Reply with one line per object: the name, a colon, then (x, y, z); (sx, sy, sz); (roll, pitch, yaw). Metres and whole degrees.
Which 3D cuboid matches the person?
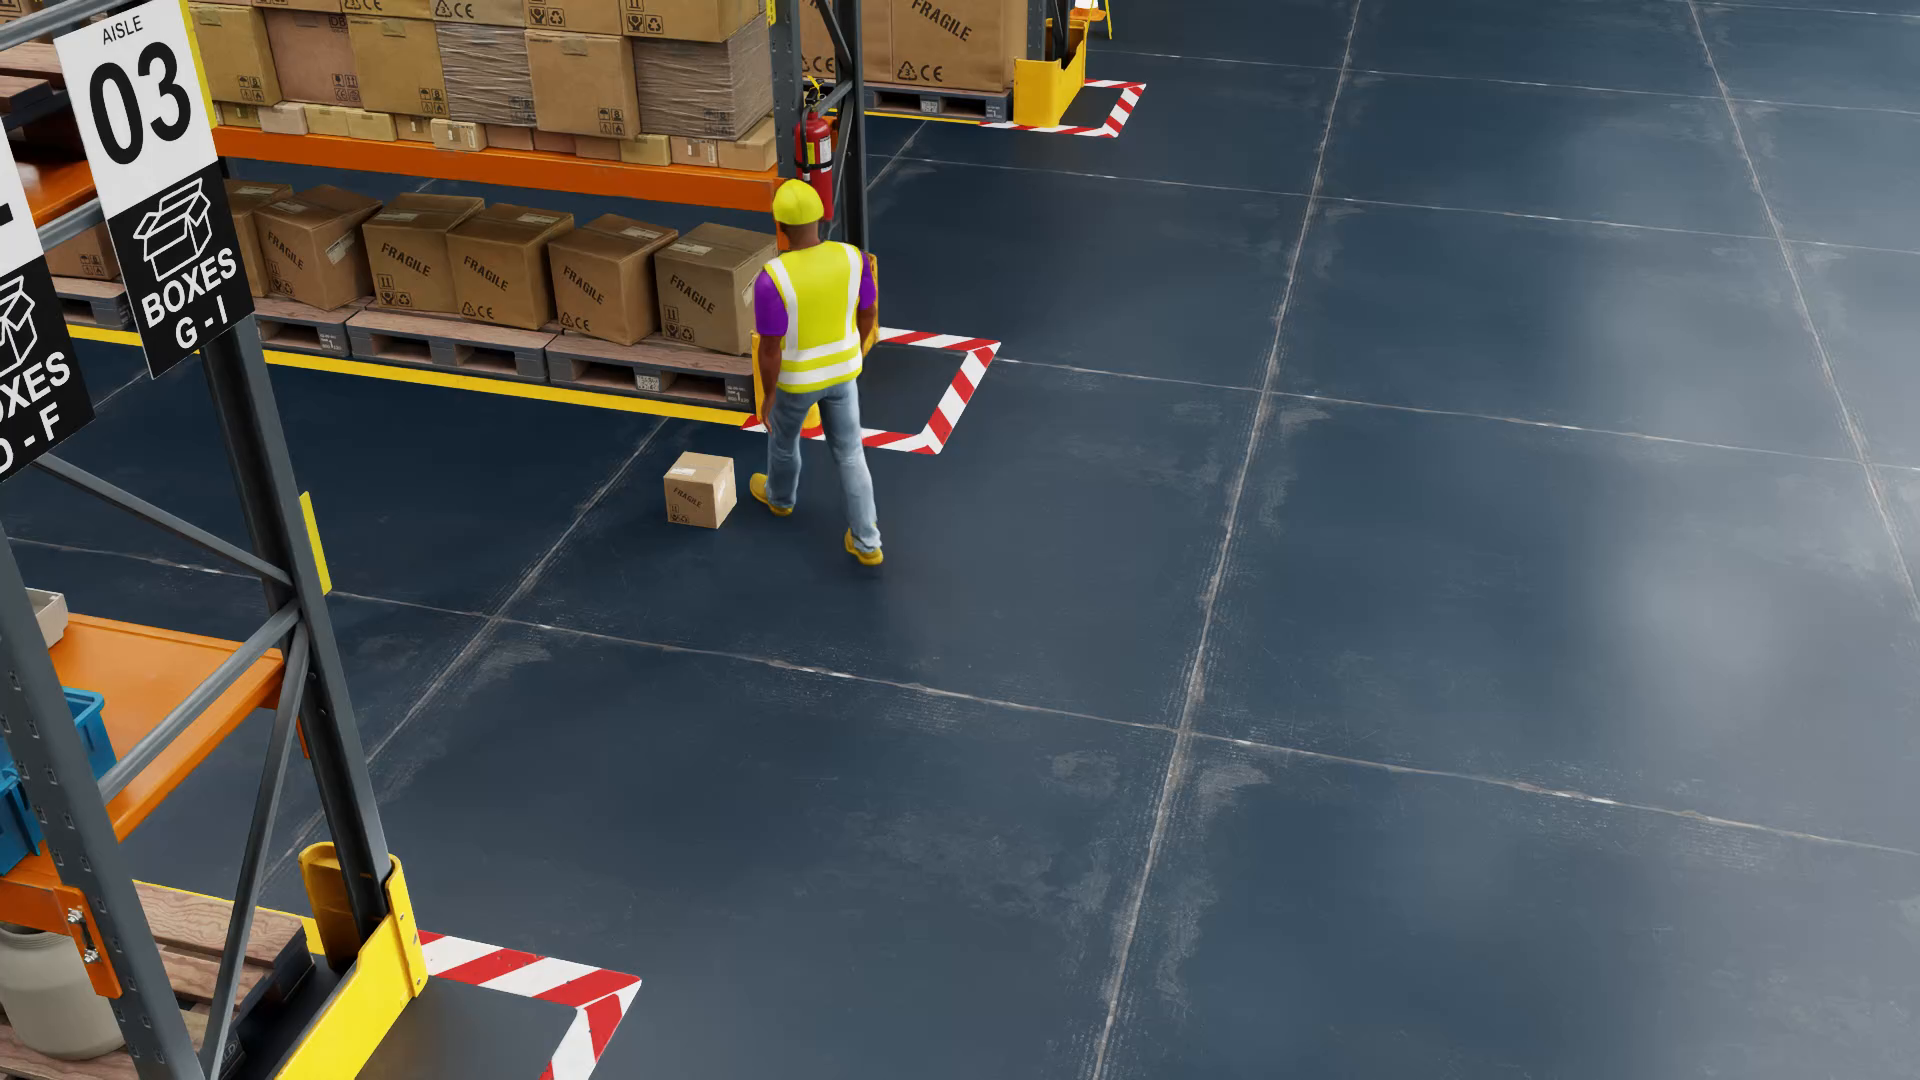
person: (-0.652, -0.772, 7.331); (0.591, 1.736, 0.968); (-14, 35, -21)
